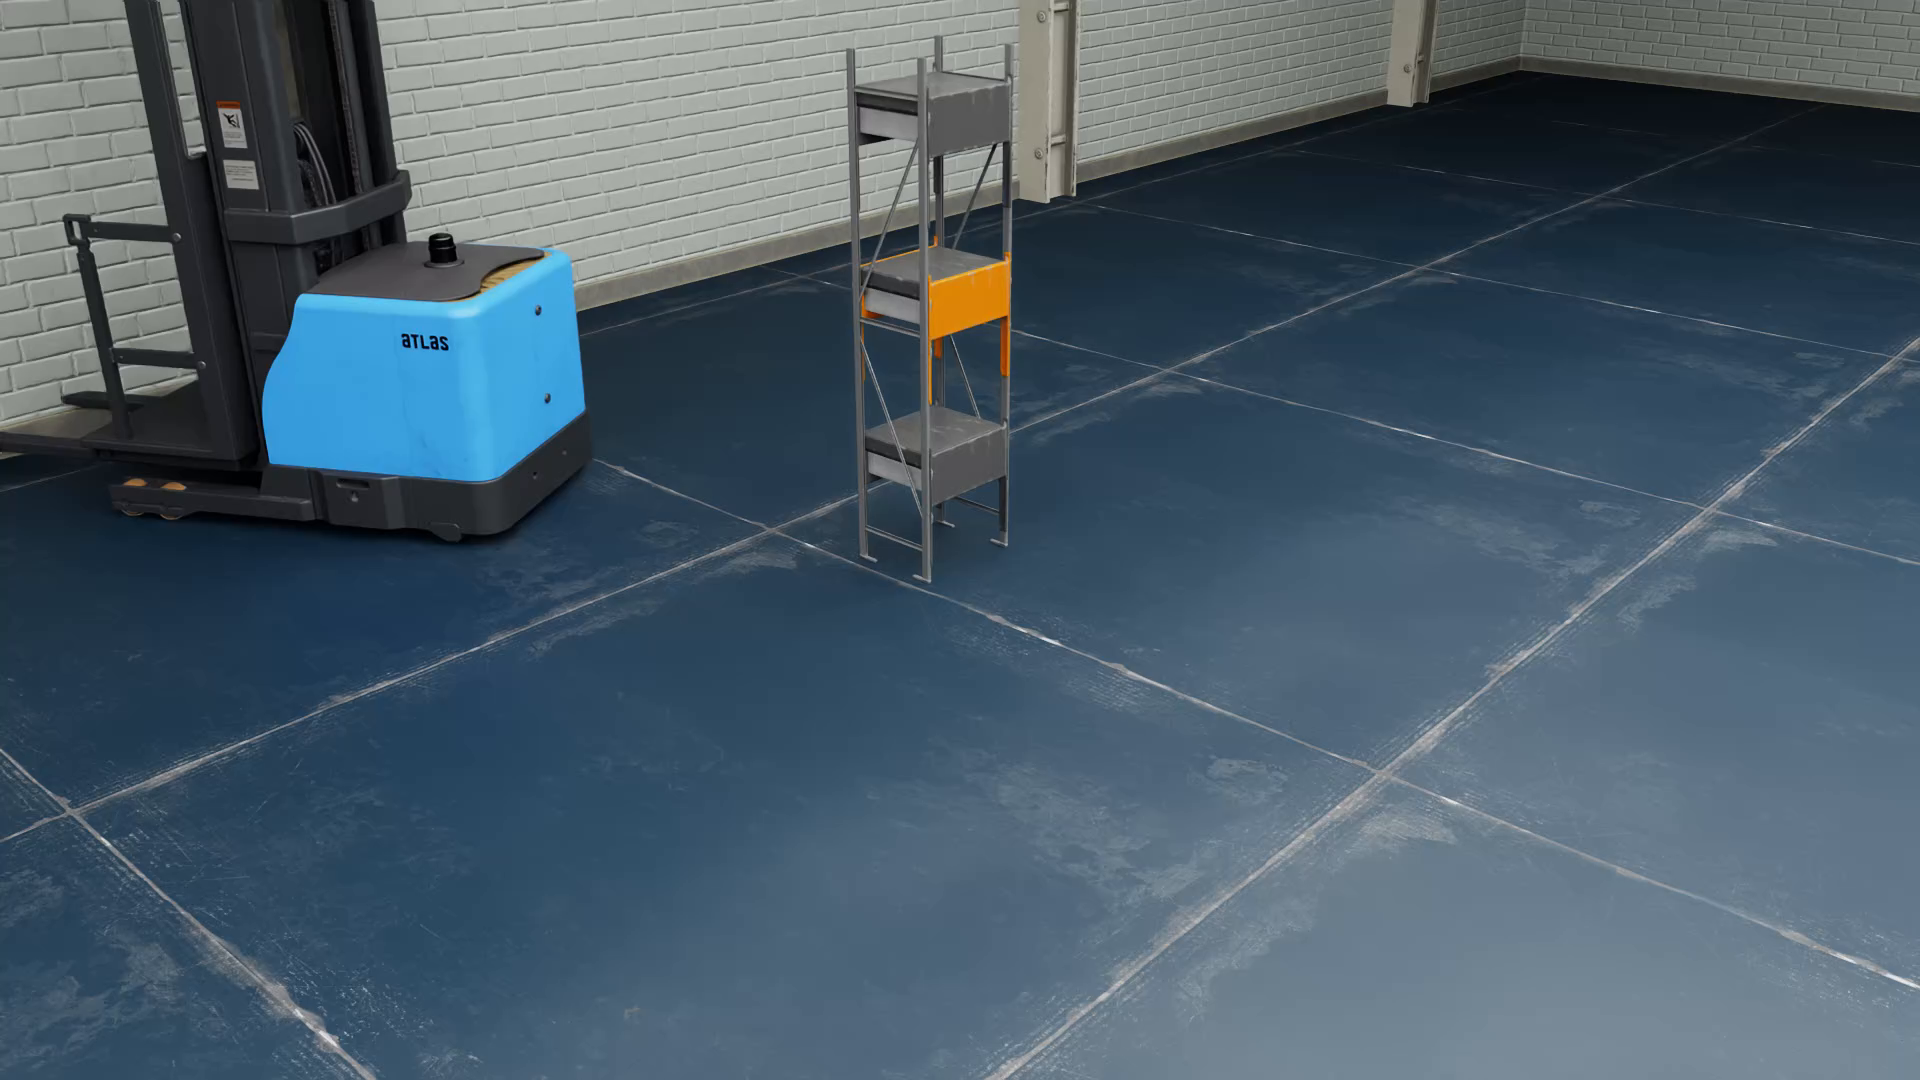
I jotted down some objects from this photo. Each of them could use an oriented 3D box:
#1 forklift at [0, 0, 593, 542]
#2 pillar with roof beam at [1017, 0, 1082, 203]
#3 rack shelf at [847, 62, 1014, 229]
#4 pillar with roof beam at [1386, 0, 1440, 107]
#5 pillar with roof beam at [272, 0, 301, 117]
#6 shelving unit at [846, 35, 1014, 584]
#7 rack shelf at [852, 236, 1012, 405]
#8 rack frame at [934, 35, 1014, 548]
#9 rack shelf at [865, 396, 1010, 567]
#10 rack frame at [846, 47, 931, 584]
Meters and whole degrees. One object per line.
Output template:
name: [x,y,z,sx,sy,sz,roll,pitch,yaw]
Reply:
forklift: [-3.330,-1.630,7.302,3.031,2.935,1.130,5,25,12]
pillar with roof beam: [3.904,-5.709,8.983,9.100,9.000,0.400,20,31,38]
rack shelf: [-0.110,-1.534,6.427,0.431,0.518,0.480,20,31,38]
pillar with roof beam: [7.909,-7.537,13.060,9.100,9.000,0.400,20,31,38]
pillar with roof beam: [-0.100,-3.881,4.906,9.100,9.000,0.400,20,31,38]
shelving unit: [-0.110,-0.908,6.708,0.431,2.100,0.503,20,31,38]
rack shelf: [-0.110,-0.895,6.714,0.431,0.518,0.480,20,31,38]
rack frame: [0.052,-0.982,6.874,0.400,2.100,0.015,20,31,38]
rack shelf: [-0.110,-0.256,7.000,0.431,0.518,0.480,20,31,38]
rack frame: [-0.273,-0.833,6.542,0.400,2.100,0.015,20,31,38]
